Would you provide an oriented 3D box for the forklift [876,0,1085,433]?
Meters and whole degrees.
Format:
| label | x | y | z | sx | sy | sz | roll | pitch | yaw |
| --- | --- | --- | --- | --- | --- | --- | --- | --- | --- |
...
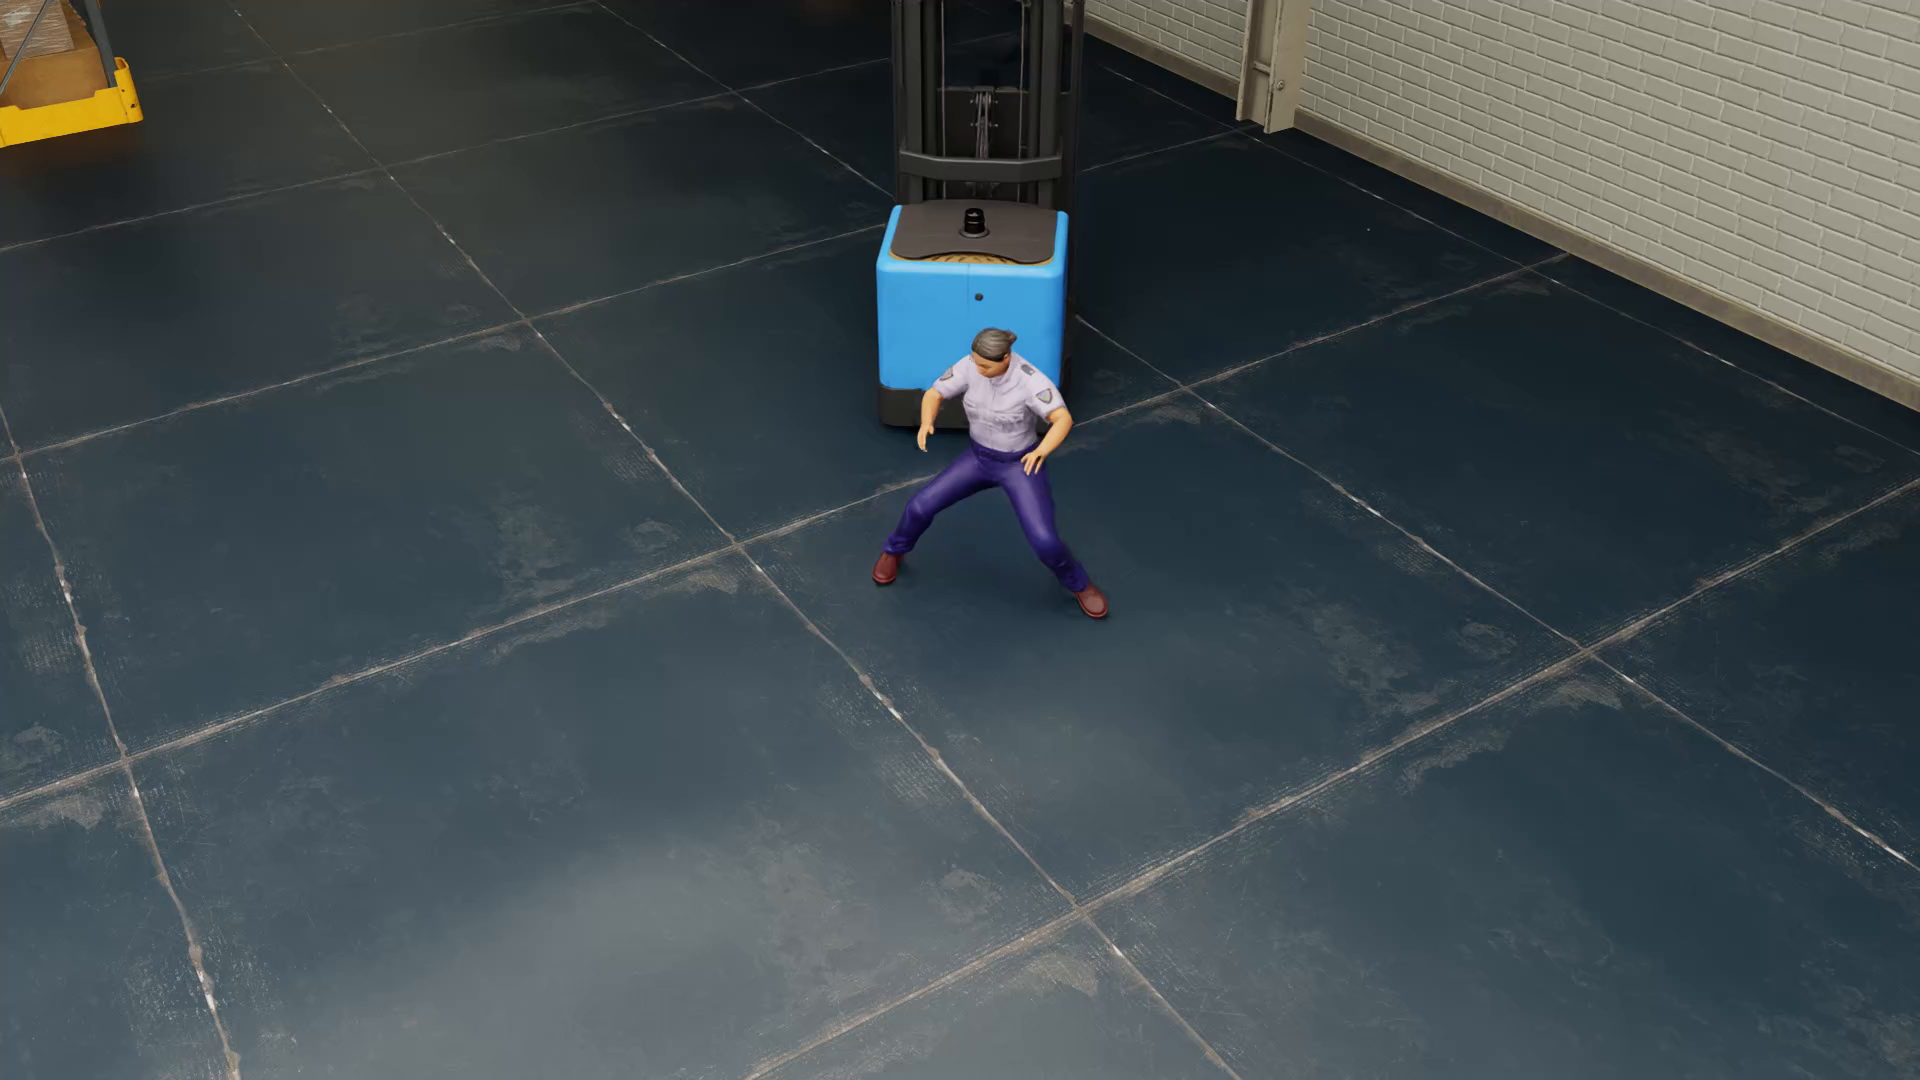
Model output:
| label | x | y | z | sx | sy | sz | roll | pitch | yaw |
| --- | --- | --- | --- | --- | --- | --- | --- | --- | --- |
| forklift | 0.179 | -2.638 | 9.902 | 1.130 | 2.935 | 3.031 | 3 | 35 | 4 |

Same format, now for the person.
| label | x | y | z | sx | sy | sz | roll | pitch | yaw |
| --- | --- | --- | --- | --- | --- | --- | --- | --- | --- |
| person | 0.149 | -0.335 | 7.930 | 1.205 | 1.430 | 0.625 | 24 | 42 | 30 |
